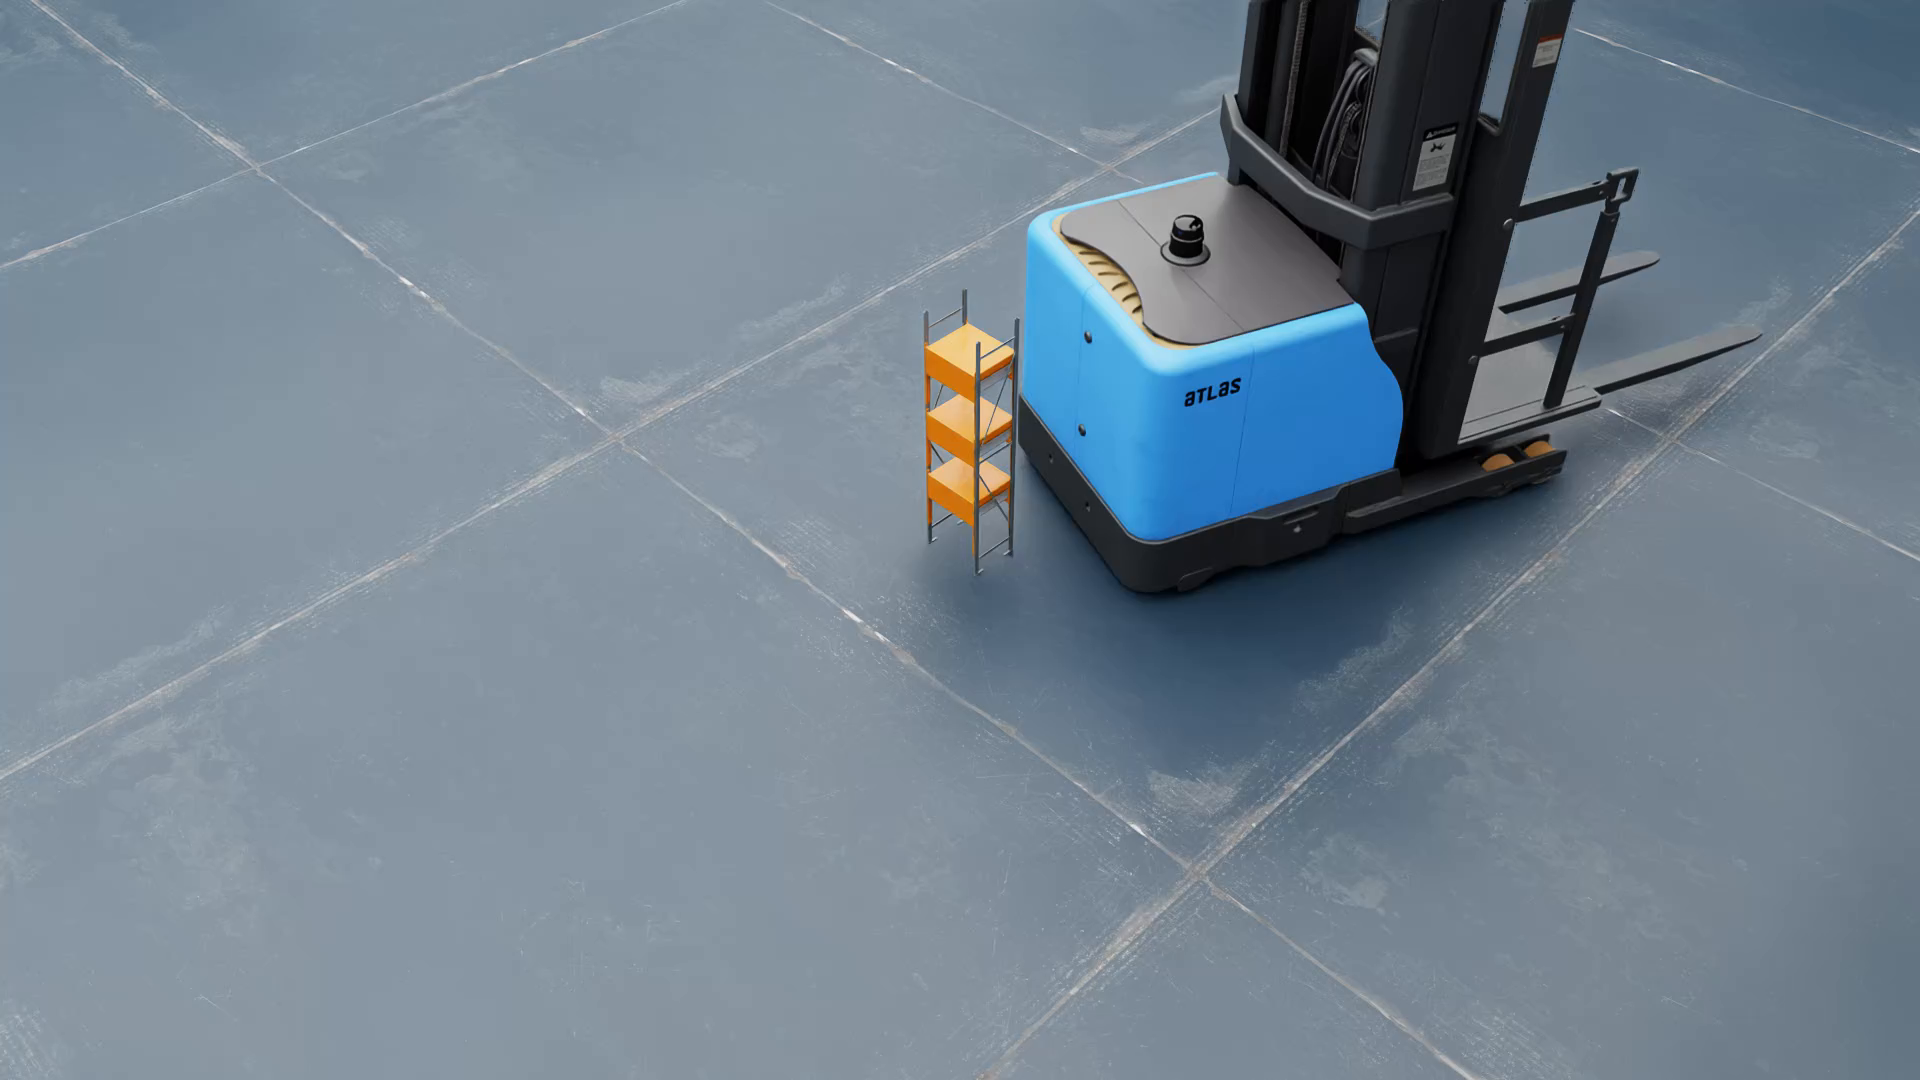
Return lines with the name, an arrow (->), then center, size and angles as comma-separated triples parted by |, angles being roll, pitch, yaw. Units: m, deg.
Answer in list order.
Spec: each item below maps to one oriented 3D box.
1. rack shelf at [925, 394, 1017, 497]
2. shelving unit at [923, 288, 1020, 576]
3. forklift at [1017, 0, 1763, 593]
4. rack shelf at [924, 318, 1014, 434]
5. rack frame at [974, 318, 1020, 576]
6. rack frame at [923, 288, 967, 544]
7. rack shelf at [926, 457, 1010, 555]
rack shelf -> 0.038, -0.352, 5.873 | 0.215, 0.259, 0.240 | -34, 53, -31
shelving unit -> 0.038, -0.360, 5.866 | 0.215, 1.050, 0.252 | -34, 53, -31
forklift -> 1.789, -1.554, 5.772 | 3.031, 2.935, 1.130 | -17, 45, -17
rack shelf -> 0.038, -0.561, 5.680 | 0.215, 0.259, 0.240 | -34, 53, -31
rack frame -> 0.124, -0.301, 5.802 | 0.200, 1.050, 0.008 | -34, 53, -31
rack frame -> -0.048, -0.418, 5.929 | 0.200, 1.050, 0.008 | -34, 53, -31
rack shelf -> 0.038, -0.148, 6.062 | 0.215, 0.259, 0.240 | -34, 53, -31
